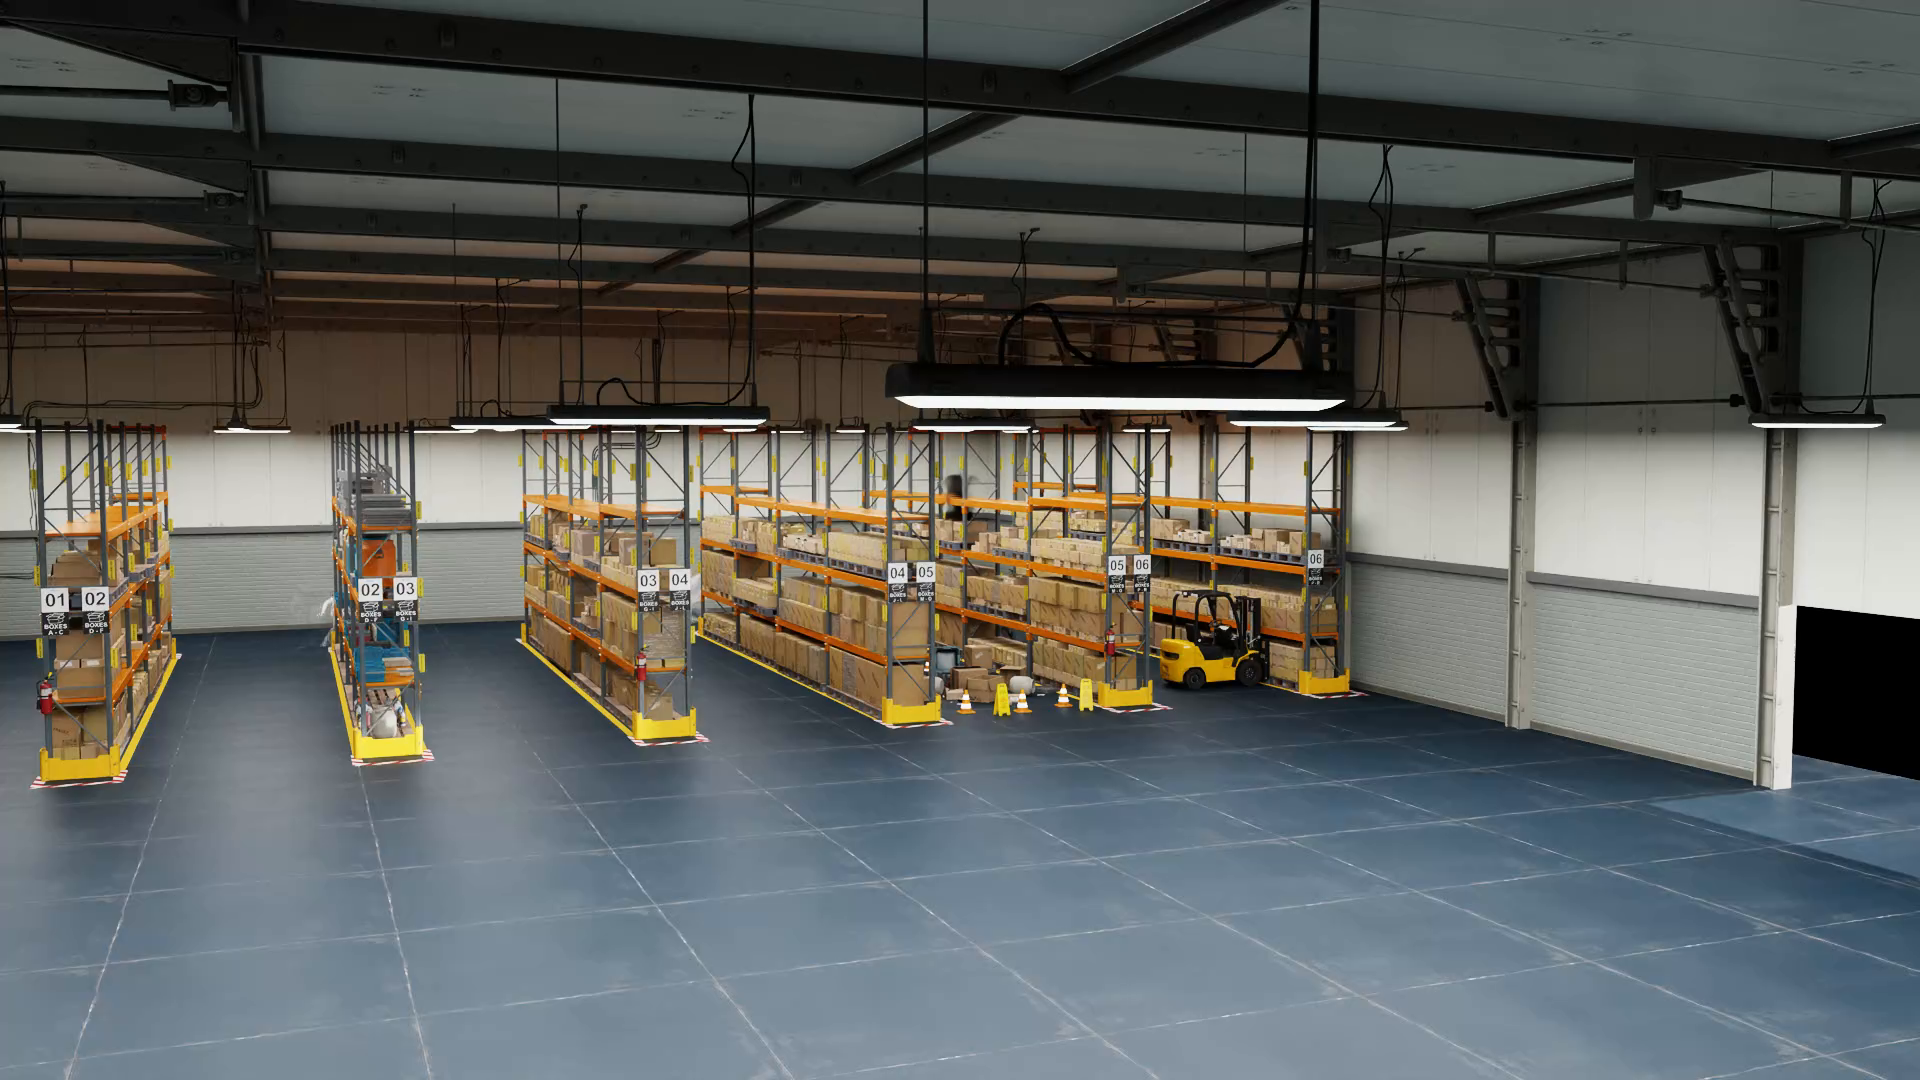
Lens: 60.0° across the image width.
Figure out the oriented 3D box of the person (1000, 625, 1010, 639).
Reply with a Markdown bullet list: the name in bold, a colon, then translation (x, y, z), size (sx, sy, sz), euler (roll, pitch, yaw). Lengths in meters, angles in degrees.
- **person**: translation (1.148, 2.065, 45.271), size (0.663, 1.650, 0.791), euler (-3, 5, -39)

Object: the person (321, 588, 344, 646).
- **person**: translation (-17.034, 2.094, 45.481), size (0.676, 1.577, 0.783), euler (2, 4, 27)
